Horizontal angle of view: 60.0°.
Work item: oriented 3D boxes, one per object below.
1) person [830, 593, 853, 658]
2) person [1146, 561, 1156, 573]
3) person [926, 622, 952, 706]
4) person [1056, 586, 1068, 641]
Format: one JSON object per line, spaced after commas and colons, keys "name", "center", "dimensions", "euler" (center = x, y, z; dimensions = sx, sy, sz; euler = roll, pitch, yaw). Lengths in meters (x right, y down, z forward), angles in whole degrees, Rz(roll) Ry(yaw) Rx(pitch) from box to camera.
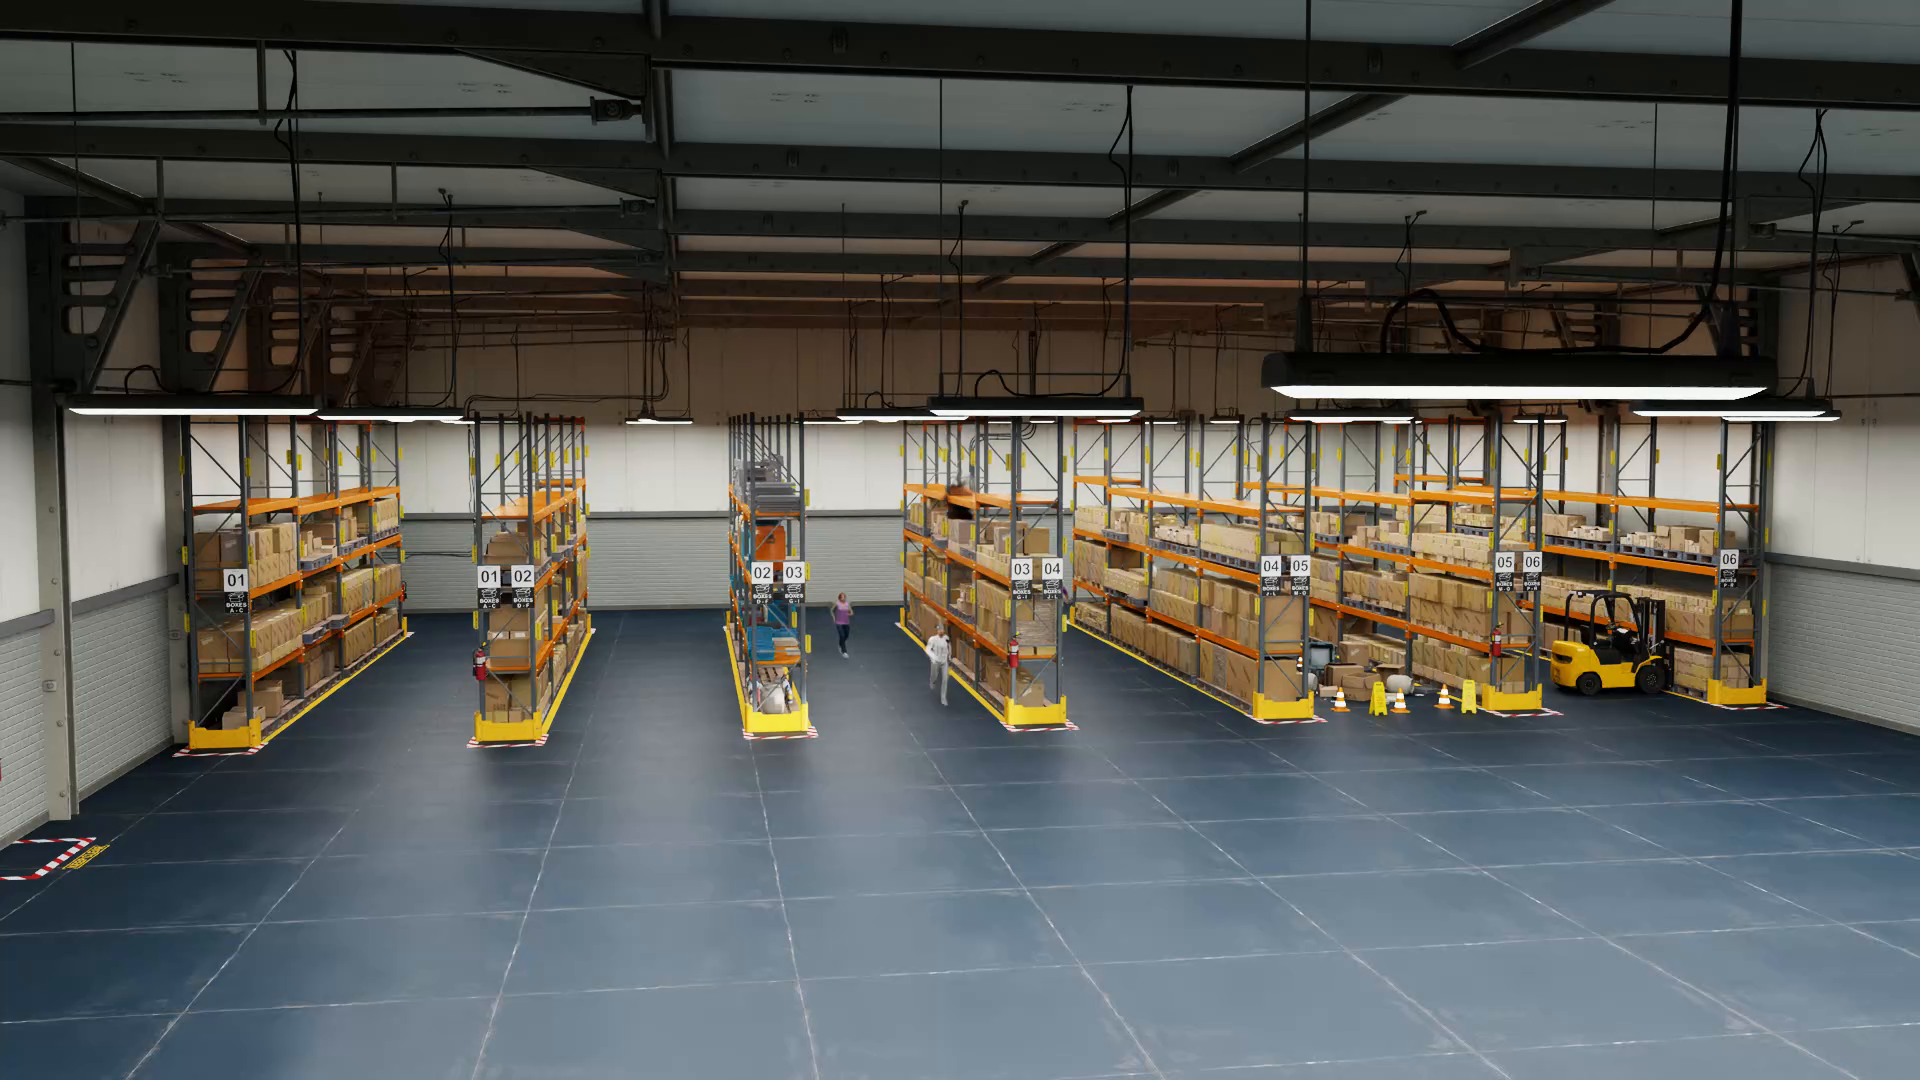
{"name": "person", "center": [-2.928, 2.099, 41.391], "dimensions": [0.541, 1.578, 0.886], "euler": [-2, 4, -23]}
{"name": "person", "center": [5.647, 1.438, 50.056], "dimensions": [0.777, 1.826, 0.685], "euler": [-1, 4, -10]}
{"name": "person", "center": [-0.434, 2.552, 34.646], "dimensions": [0.588, 1.695, 1.039], "euler": [-1, 4, -11]}
{"name": "person", "center": [2.597, 1.826, 44.749], "dimensions": [0.713, 1.743, 0.928], "euler": [0, 4, -6]}
